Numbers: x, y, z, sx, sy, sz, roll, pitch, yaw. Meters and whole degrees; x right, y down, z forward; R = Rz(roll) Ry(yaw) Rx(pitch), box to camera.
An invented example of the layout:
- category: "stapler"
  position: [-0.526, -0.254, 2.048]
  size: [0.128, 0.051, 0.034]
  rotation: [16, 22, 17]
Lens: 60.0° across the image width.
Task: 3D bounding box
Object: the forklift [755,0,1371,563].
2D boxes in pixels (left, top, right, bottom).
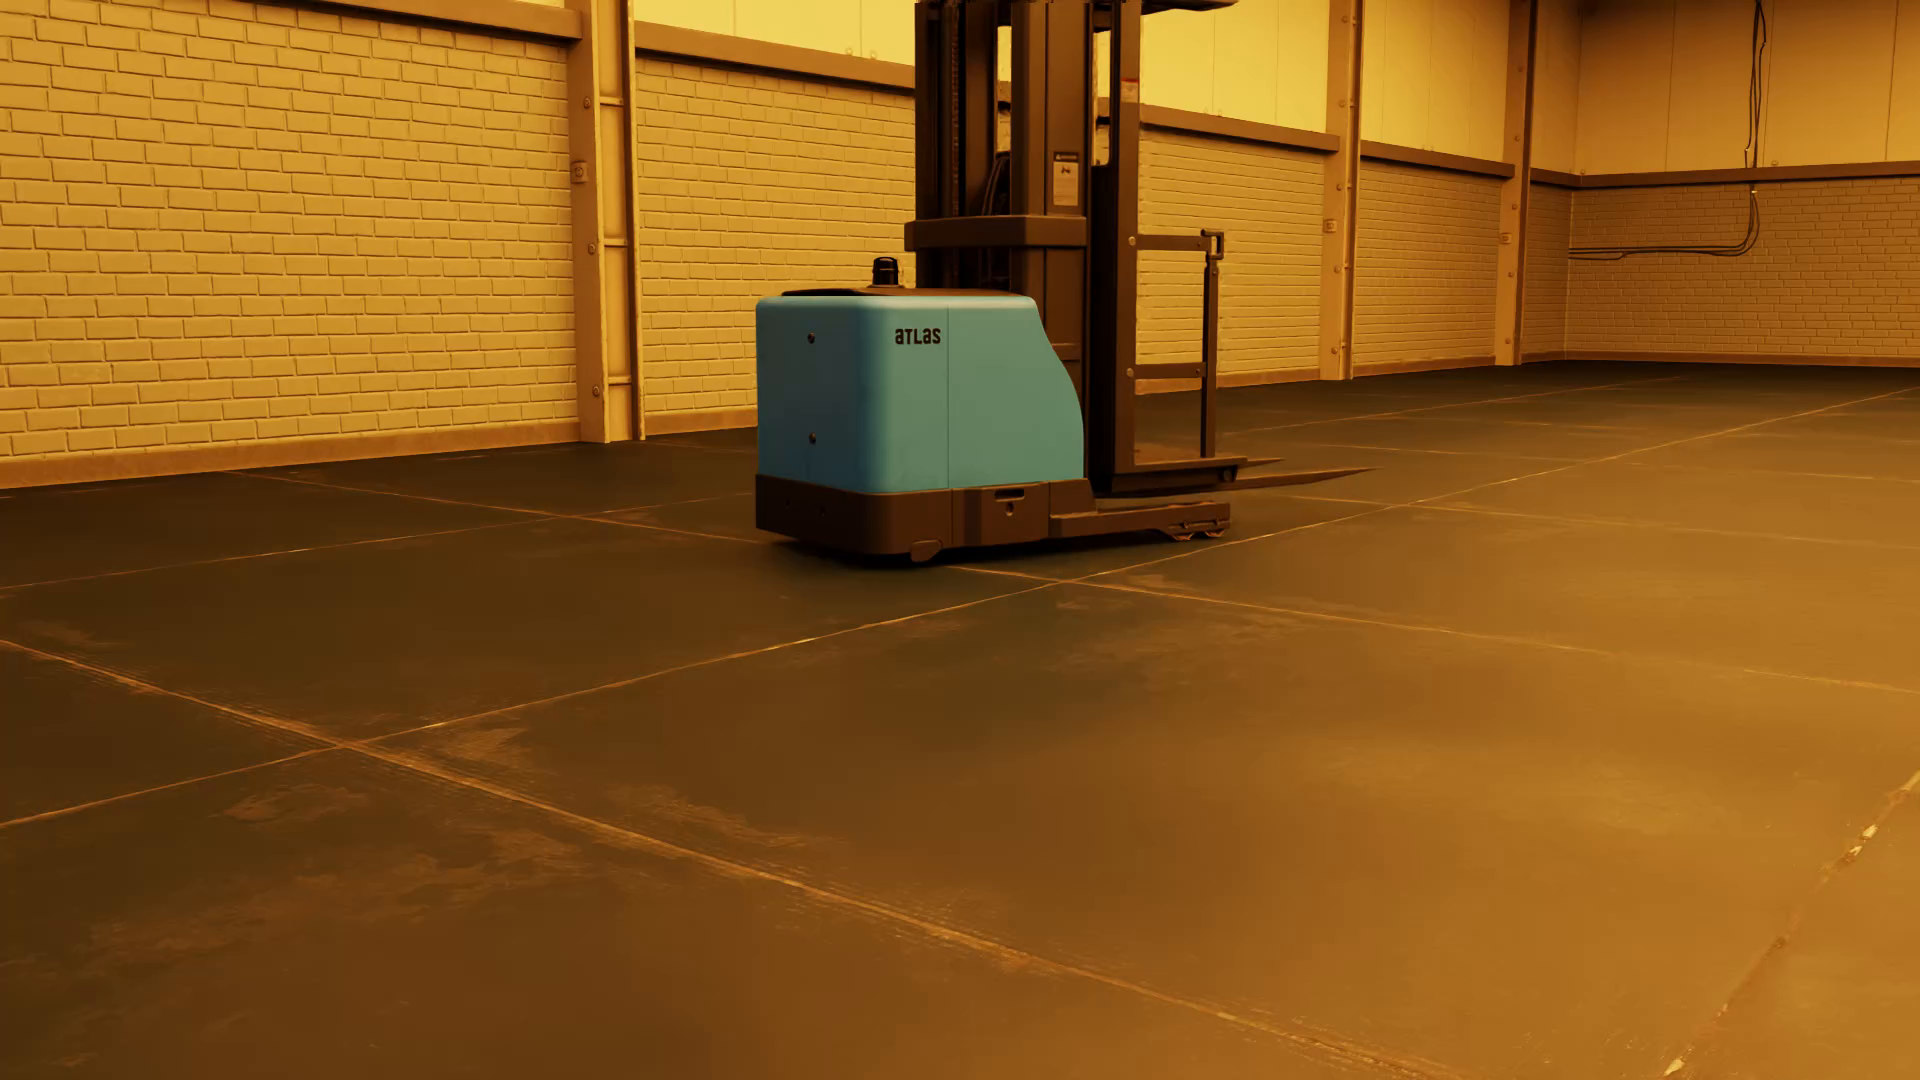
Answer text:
- category: "forklift"
  position: [0.611, -1.501, 7.536]
  size: [3.031, 2.935, 1.130]
  rotation: [-6, 10, -34]
